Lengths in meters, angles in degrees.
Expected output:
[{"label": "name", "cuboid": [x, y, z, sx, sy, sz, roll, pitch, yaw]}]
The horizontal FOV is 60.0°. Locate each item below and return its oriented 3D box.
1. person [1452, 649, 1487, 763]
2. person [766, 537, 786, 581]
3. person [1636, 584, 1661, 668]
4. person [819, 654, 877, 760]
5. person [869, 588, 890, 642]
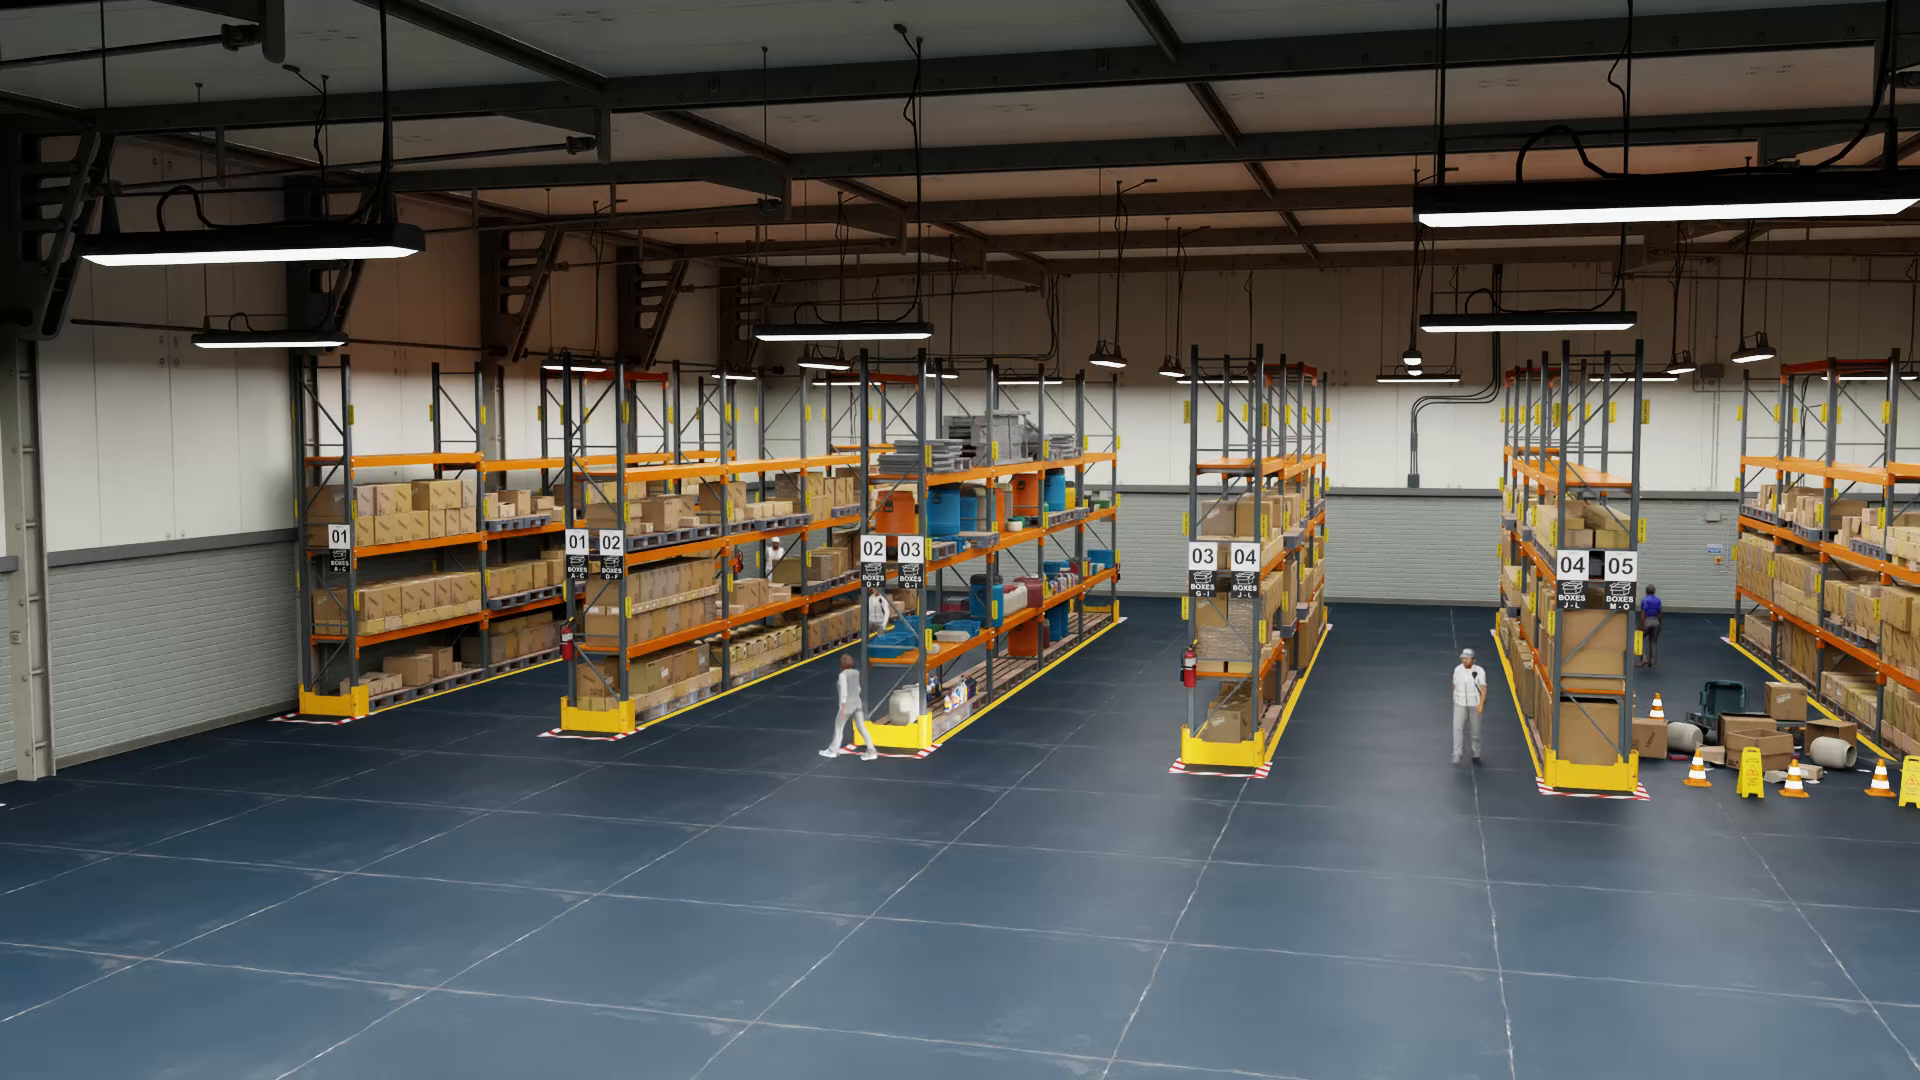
[{"label": "person", "cuboid": [7.324, 2.378, 23.966, 0.501, 1.611, 0.931, 2, 5, 27]}, {"label": "person", "cuboid": [-4.915, 0.813, 44.197, 0.598, 1.785, 0.905, -1, 4, -17]}, {"label": "person", "cuboid": [13.670, 1.713, 32.996, 0.505, 1.679, 0.383, -1, 4, -13]}, {"label": "person", "cuboid": [-1.608, 2.409, 24.092, 0.975, 1.528, 0.473, 3, 5, 36]}, {"label": "person", "cuboid": [-1.663, 1.536, 32.854, 0.539, 1.453, 1.034, 1, 4, 7]}]
